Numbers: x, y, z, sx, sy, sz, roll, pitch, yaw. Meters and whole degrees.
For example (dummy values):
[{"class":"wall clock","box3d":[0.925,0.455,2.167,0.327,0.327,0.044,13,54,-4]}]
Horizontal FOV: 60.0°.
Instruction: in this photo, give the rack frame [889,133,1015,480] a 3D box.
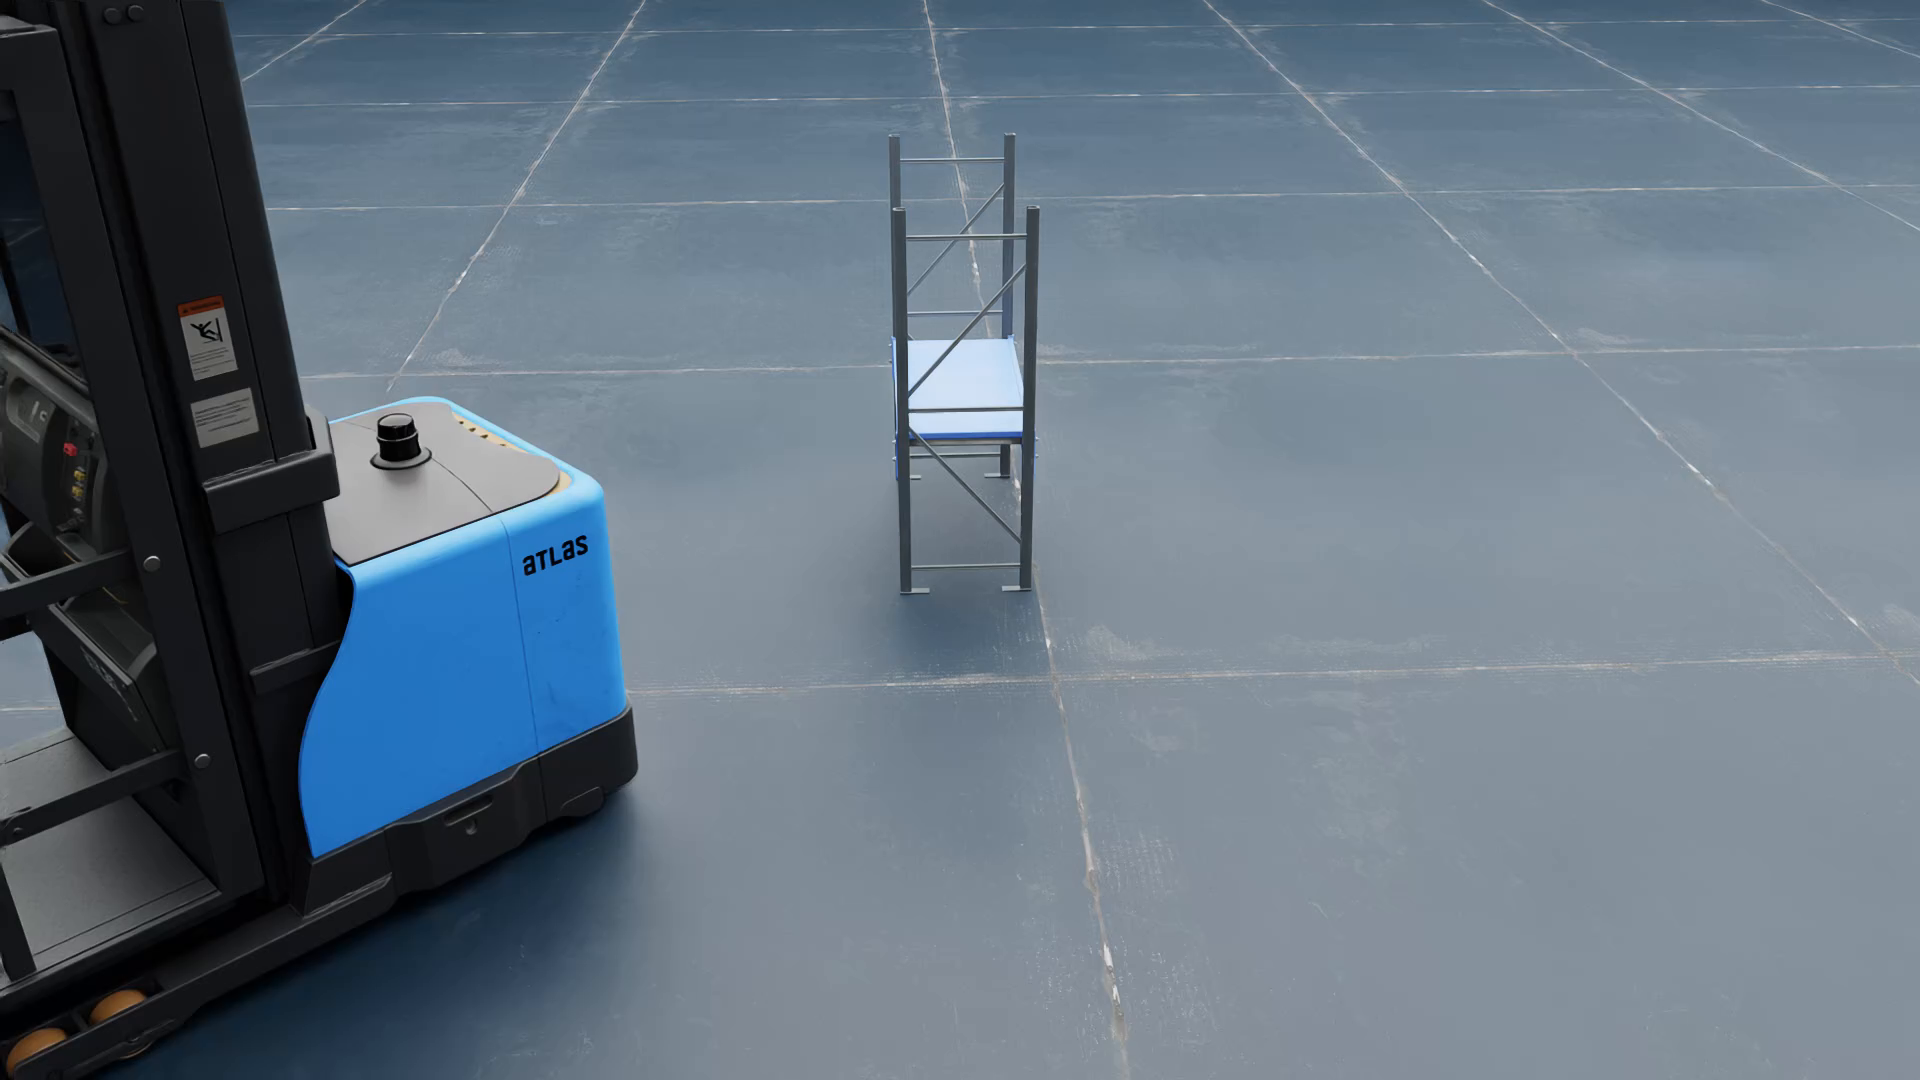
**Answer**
[{"class":"rack frame","box3d":[-0.031,-0.939,6.929,0.500,1.500,0.032,-1,28,-3]}]

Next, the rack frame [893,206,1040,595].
[{"class":"rack frame","box3d":[0.022,-0.470,6.029,0.500,1.500,0.032,-1,28,-3]}]

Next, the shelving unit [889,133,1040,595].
[{"class":"shelving unit","box3d":[-0.004,-0.704,6.479,0.538,1.500,1.048,-1,28,-3]}]

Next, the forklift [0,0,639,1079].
[{"class":"forklift","box3d":[-2.408,-0.191,3.947,3.031,2.935,1.130,-25,36,-39]}]

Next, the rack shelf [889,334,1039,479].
[{"class":"rack shelf","box3d":[-0.004,-0.545,6.562,0.538,0.185,1.000,-1,28,-3]}]
